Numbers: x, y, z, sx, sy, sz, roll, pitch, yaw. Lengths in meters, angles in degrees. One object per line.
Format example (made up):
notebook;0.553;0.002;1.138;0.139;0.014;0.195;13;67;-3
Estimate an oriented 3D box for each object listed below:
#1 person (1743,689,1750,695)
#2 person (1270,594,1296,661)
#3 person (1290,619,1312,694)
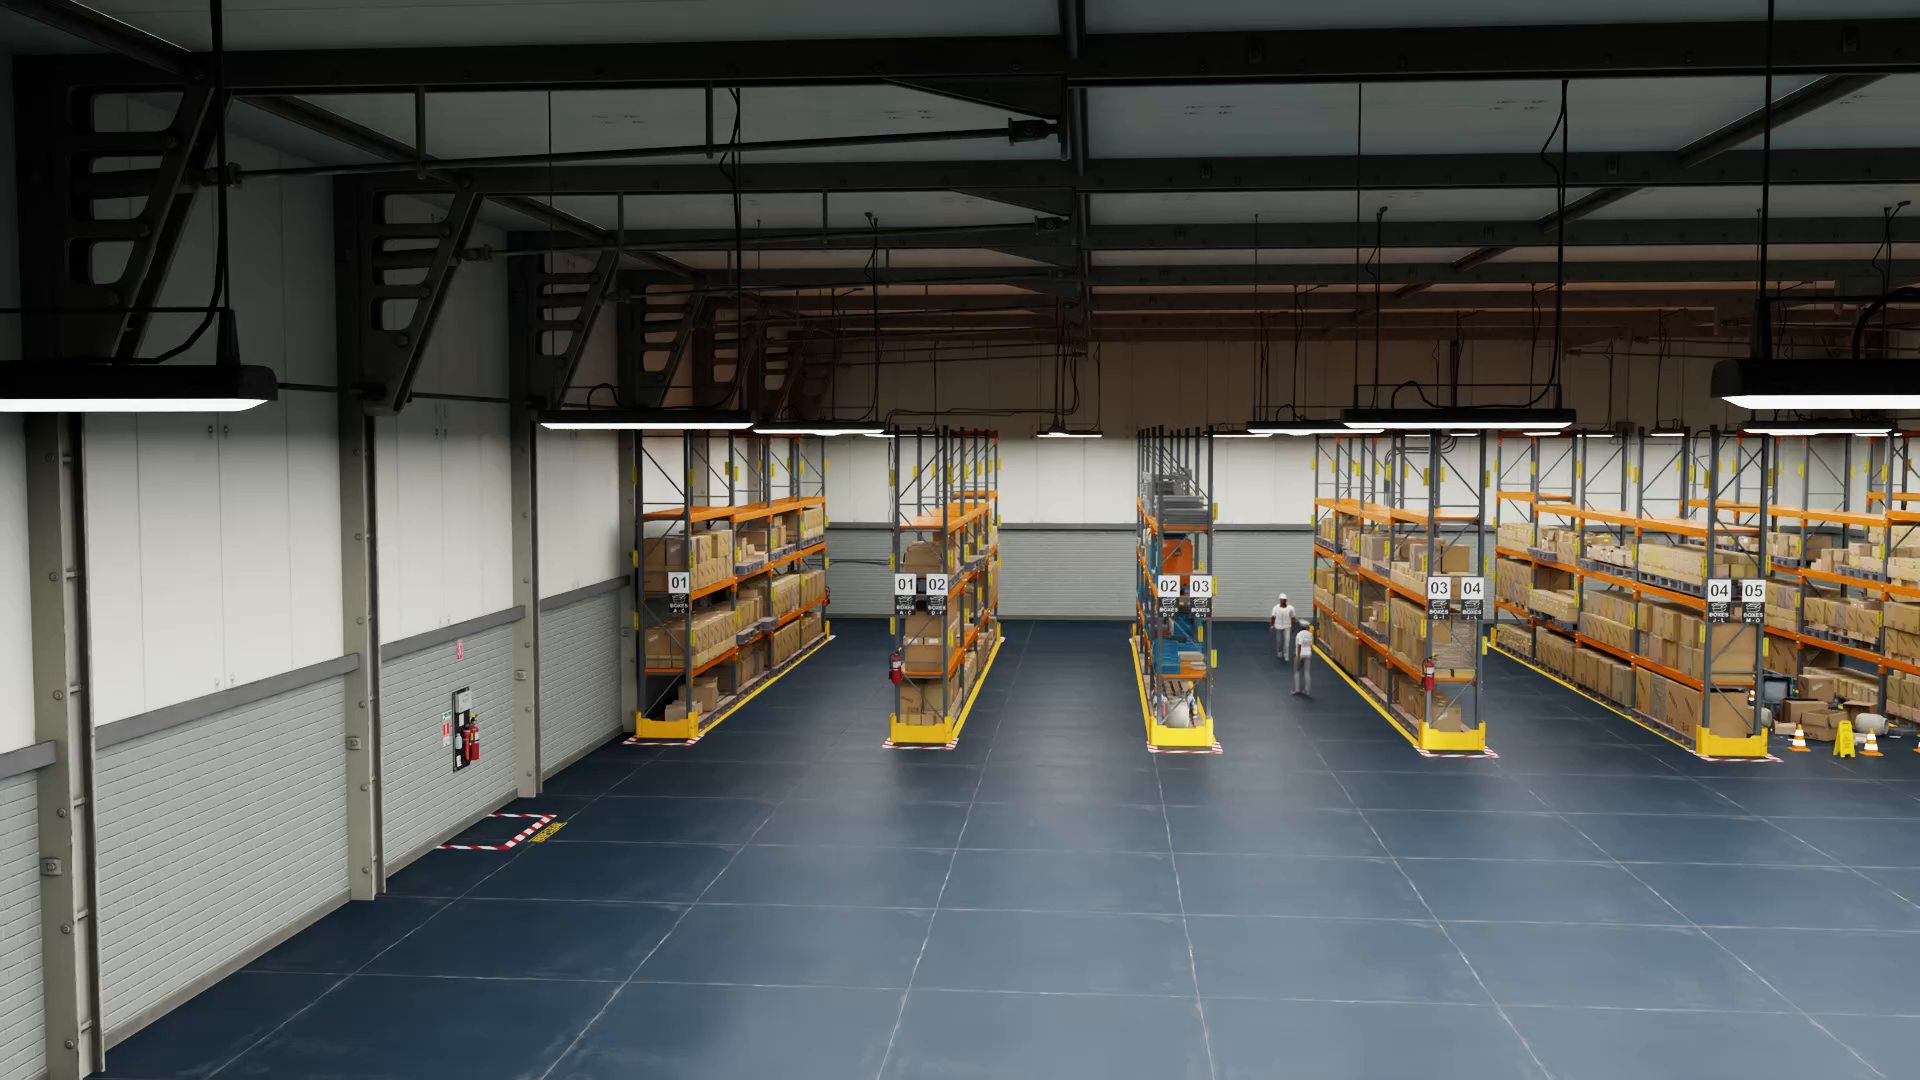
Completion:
person;17.580;2.669;37.358;0.456;1.708;0.606;0;3;-6
person;8.372;2.257;43.123;0.676;1.704;1.077;0;3;8
person;7.737;2.653;37.459;0.454;1.716;0.687;0;3;-8
